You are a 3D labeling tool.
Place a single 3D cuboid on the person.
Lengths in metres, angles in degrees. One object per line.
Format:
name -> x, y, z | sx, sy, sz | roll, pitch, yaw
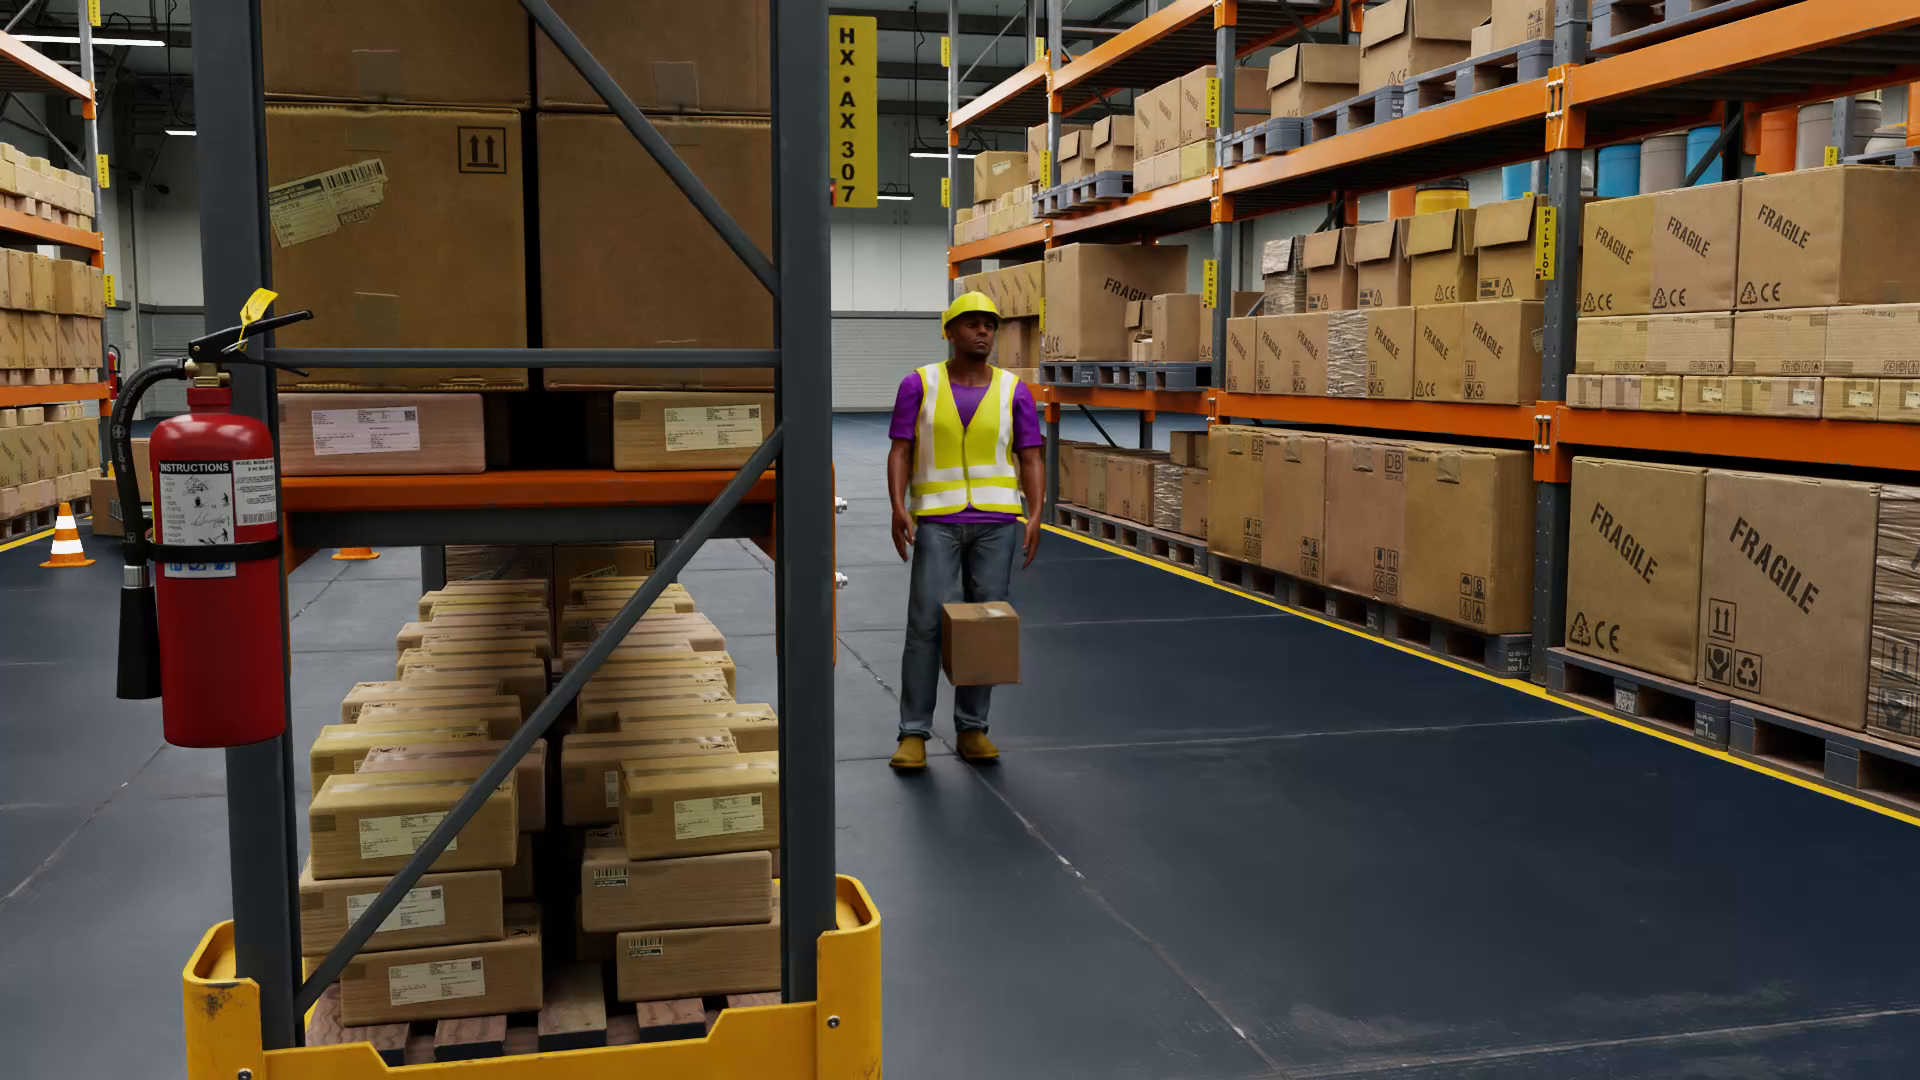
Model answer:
person -> 0.024, -0.054, 6.273 | 0.625, 1.768, 0.575 | -1, 6, -7
